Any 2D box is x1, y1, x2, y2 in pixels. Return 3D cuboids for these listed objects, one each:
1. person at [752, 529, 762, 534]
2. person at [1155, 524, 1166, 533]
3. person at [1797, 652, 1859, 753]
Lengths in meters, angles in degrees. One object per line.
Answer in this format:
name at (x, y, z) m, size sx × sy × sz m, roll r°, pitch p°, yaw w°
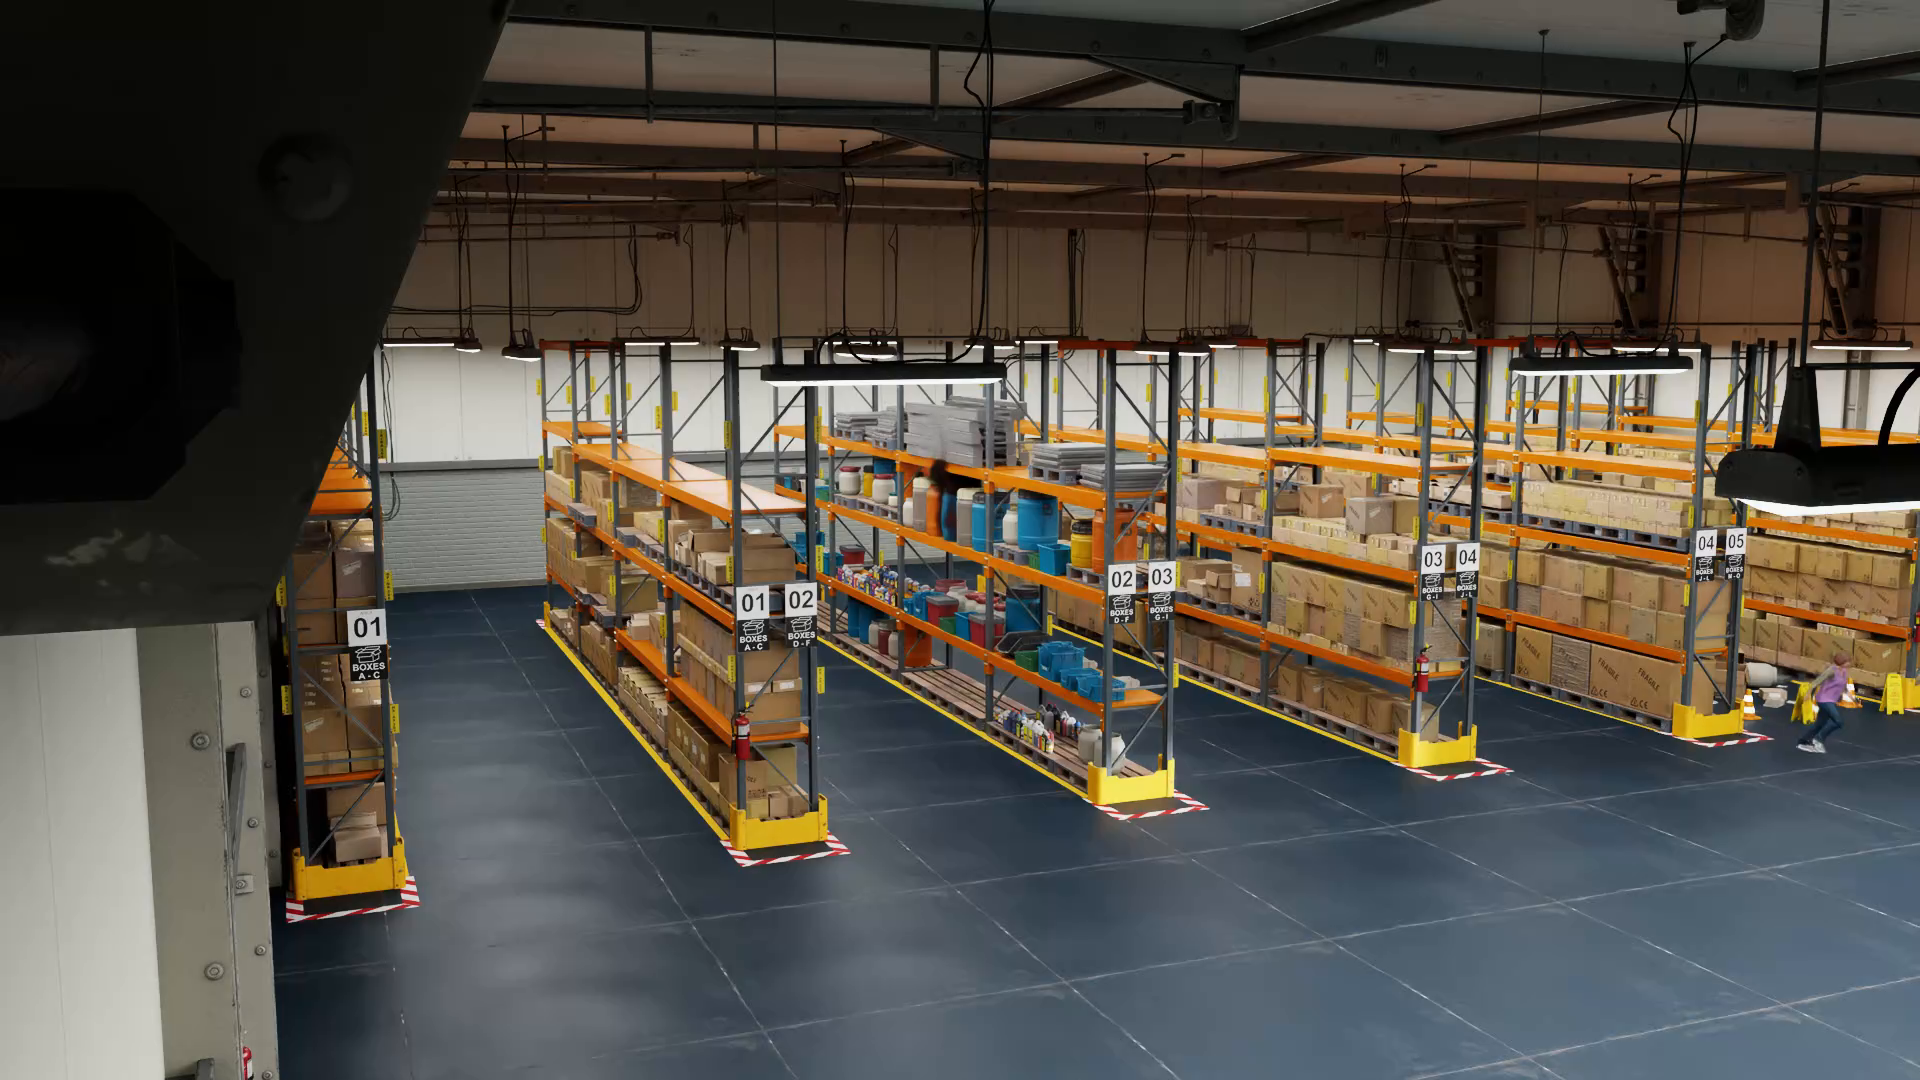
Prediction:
person at (-4.798, 0.616, 37.441) m, size 0.866 × 1.719 × 0.641 m, roll -1°, pitch 7°, yaw -6°
person at (4.988, 0.014, 41.712) m, size 0.673 × 1.781 × 0.947 m, roll 5°, pitch 9°, yaw 32°
person at (12.803, 2.387, 24.484) m, size 0.748 × 1.534 × 0.470 m, roll 7°, pitch 10°, yaw 44°
